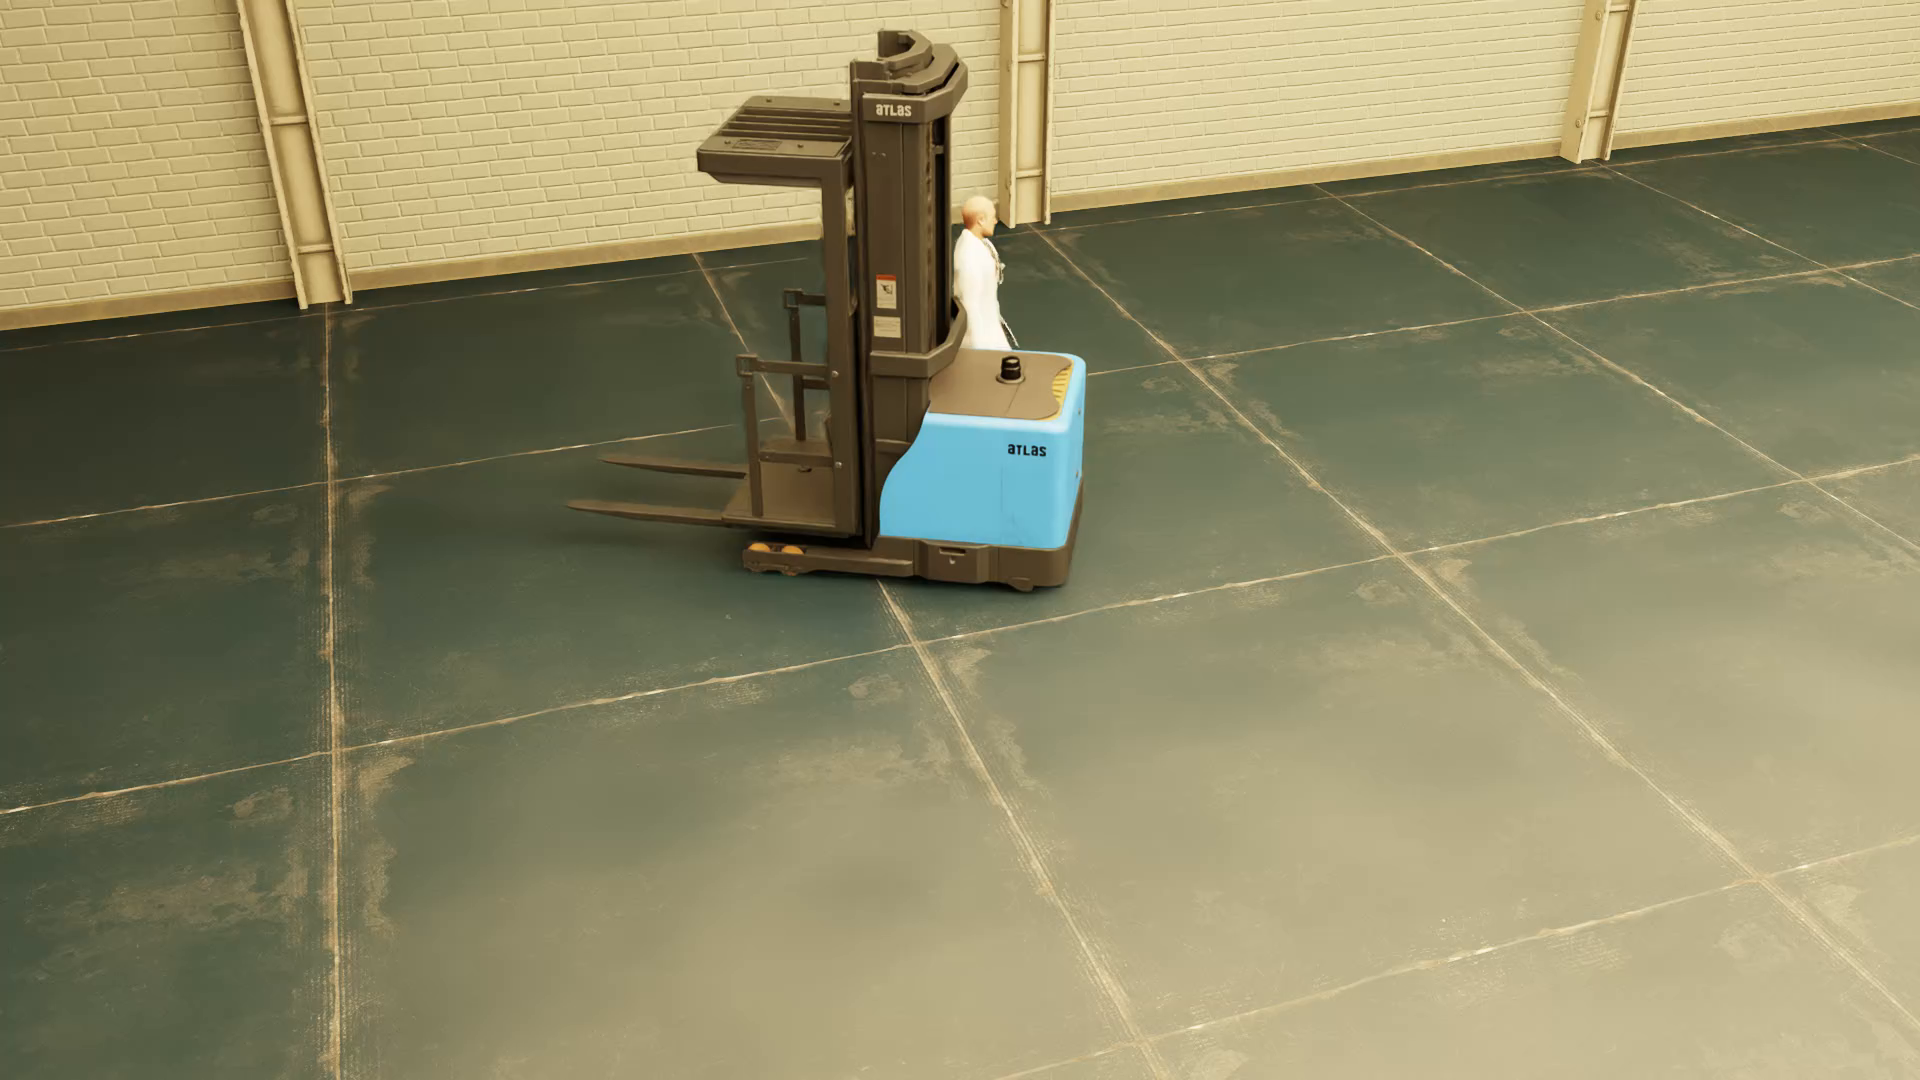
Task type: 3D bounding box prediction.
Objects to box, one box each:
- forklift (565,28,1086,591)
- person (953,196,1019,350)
[{"bbox_3d":[-0.814,-1.319,9.379,3.031,2.935,1.130,5,30,8],"label":"forklift"},{"bbox_3d":[0.184,-1.338,10.643,0.504,1.719,0.841,3,30,6],"label":"person"}]
